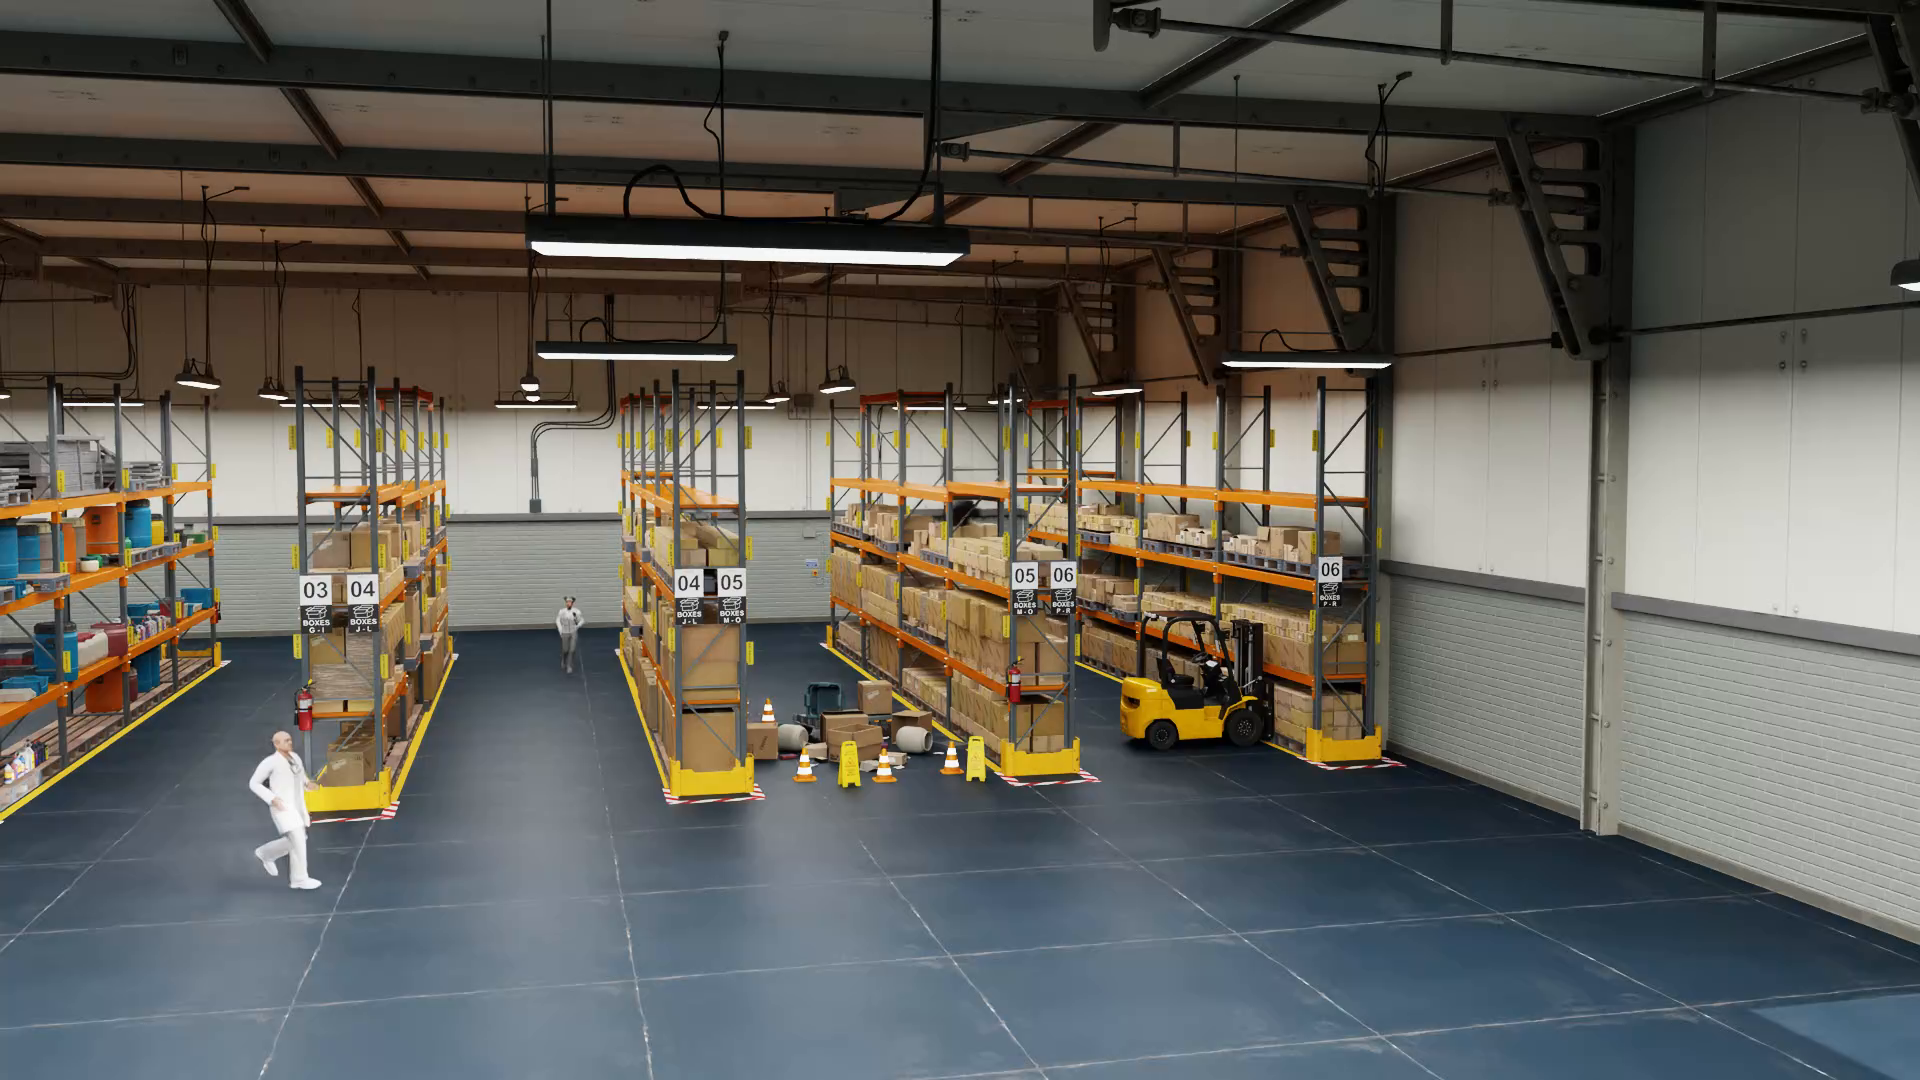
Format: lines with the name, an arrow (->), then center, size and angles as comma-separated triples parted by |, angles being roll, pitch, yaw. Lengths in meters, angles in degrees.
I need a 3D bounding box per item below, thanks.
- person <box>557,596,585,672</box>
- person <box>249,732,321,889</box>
person -> -8.423, 2.032, 35.955 | 0.603, 1.668, 0.564 | -1, 3, -10
person -> -7.570, 3.015, 18.618 | 0.916, 1.746, 0.703 | 1, 4, 16
